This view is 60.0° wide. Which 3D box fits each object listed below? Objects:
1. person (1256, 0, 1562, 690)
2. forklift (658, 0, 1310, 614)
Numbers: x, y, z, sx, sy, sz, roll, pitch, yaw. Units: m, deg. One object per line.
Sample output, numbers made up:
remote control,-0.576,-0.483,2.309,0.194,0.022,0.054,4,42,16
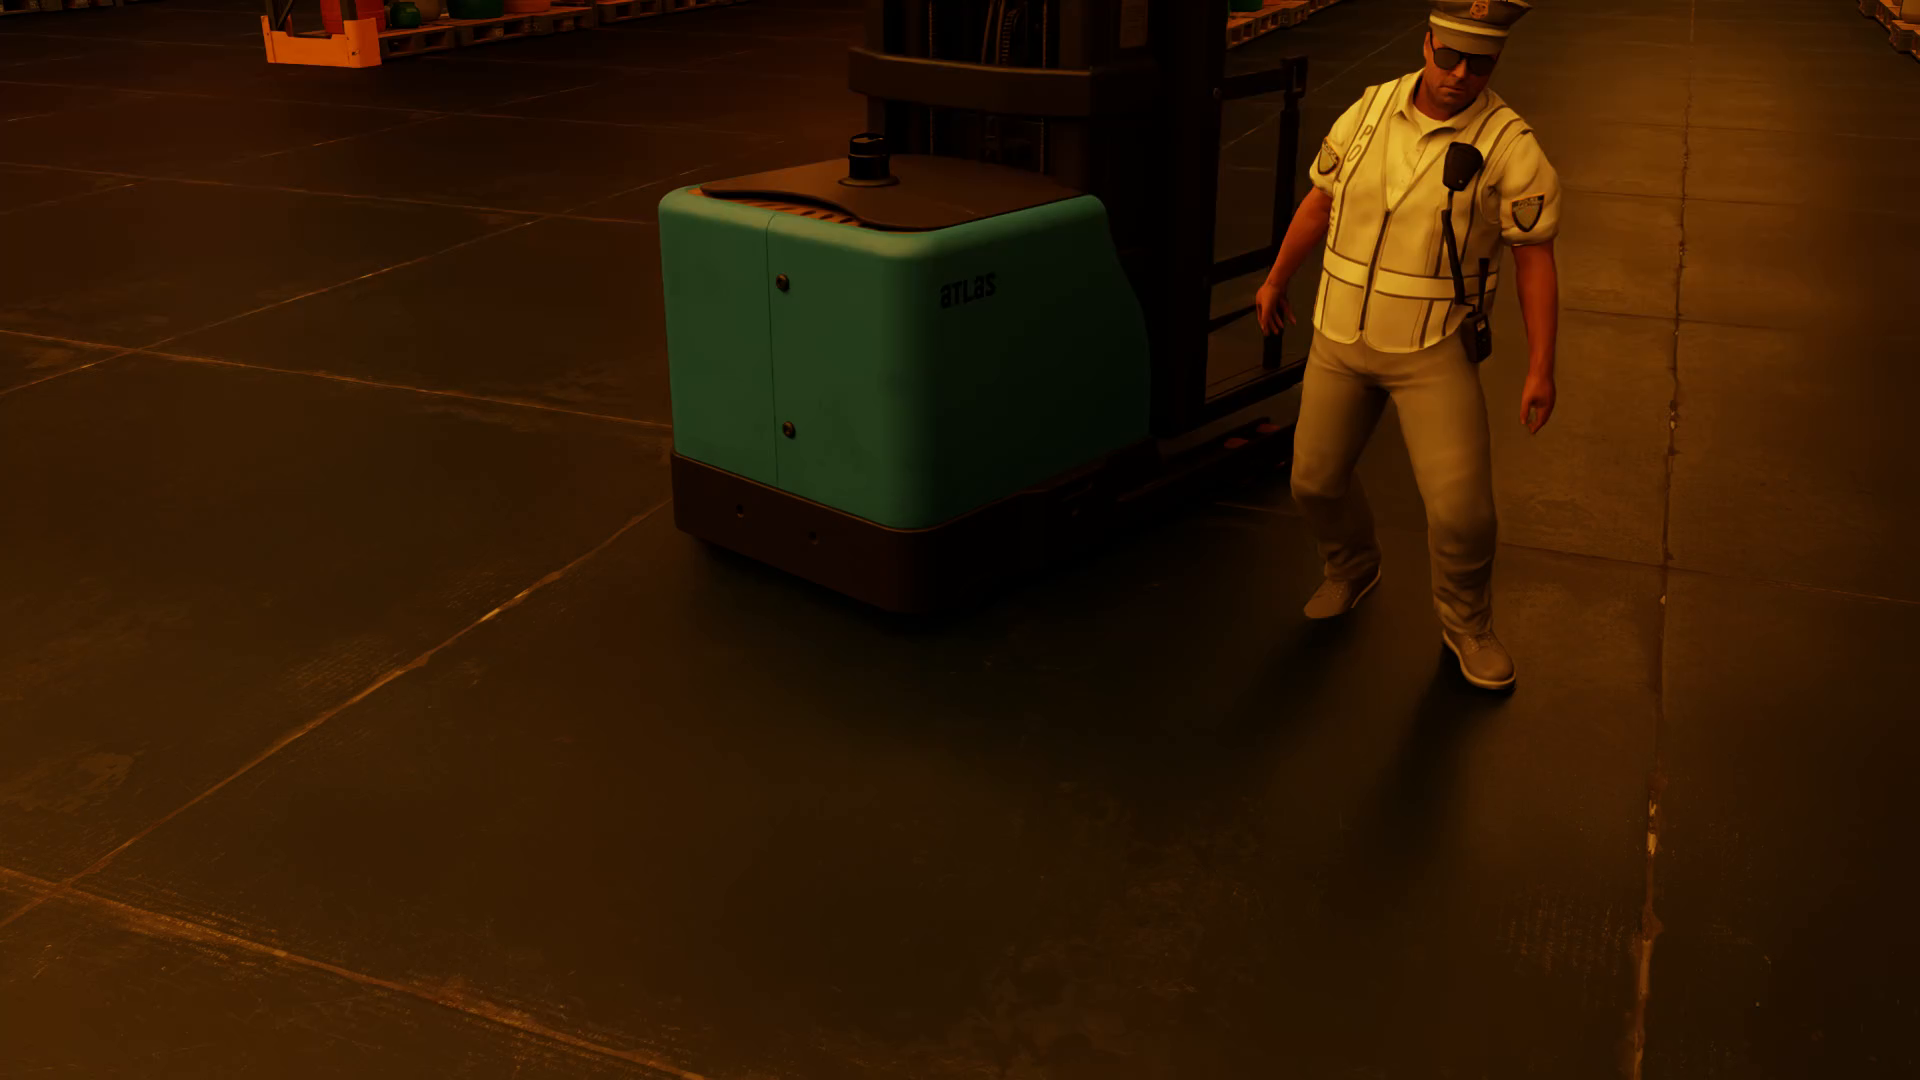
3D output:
person,1.118,-0.512,4.211,0.886,1.731,0.502,19,29,37
forklift,0.490,-1.641,5.219,1.130,2.935,3.031,19,29,38
